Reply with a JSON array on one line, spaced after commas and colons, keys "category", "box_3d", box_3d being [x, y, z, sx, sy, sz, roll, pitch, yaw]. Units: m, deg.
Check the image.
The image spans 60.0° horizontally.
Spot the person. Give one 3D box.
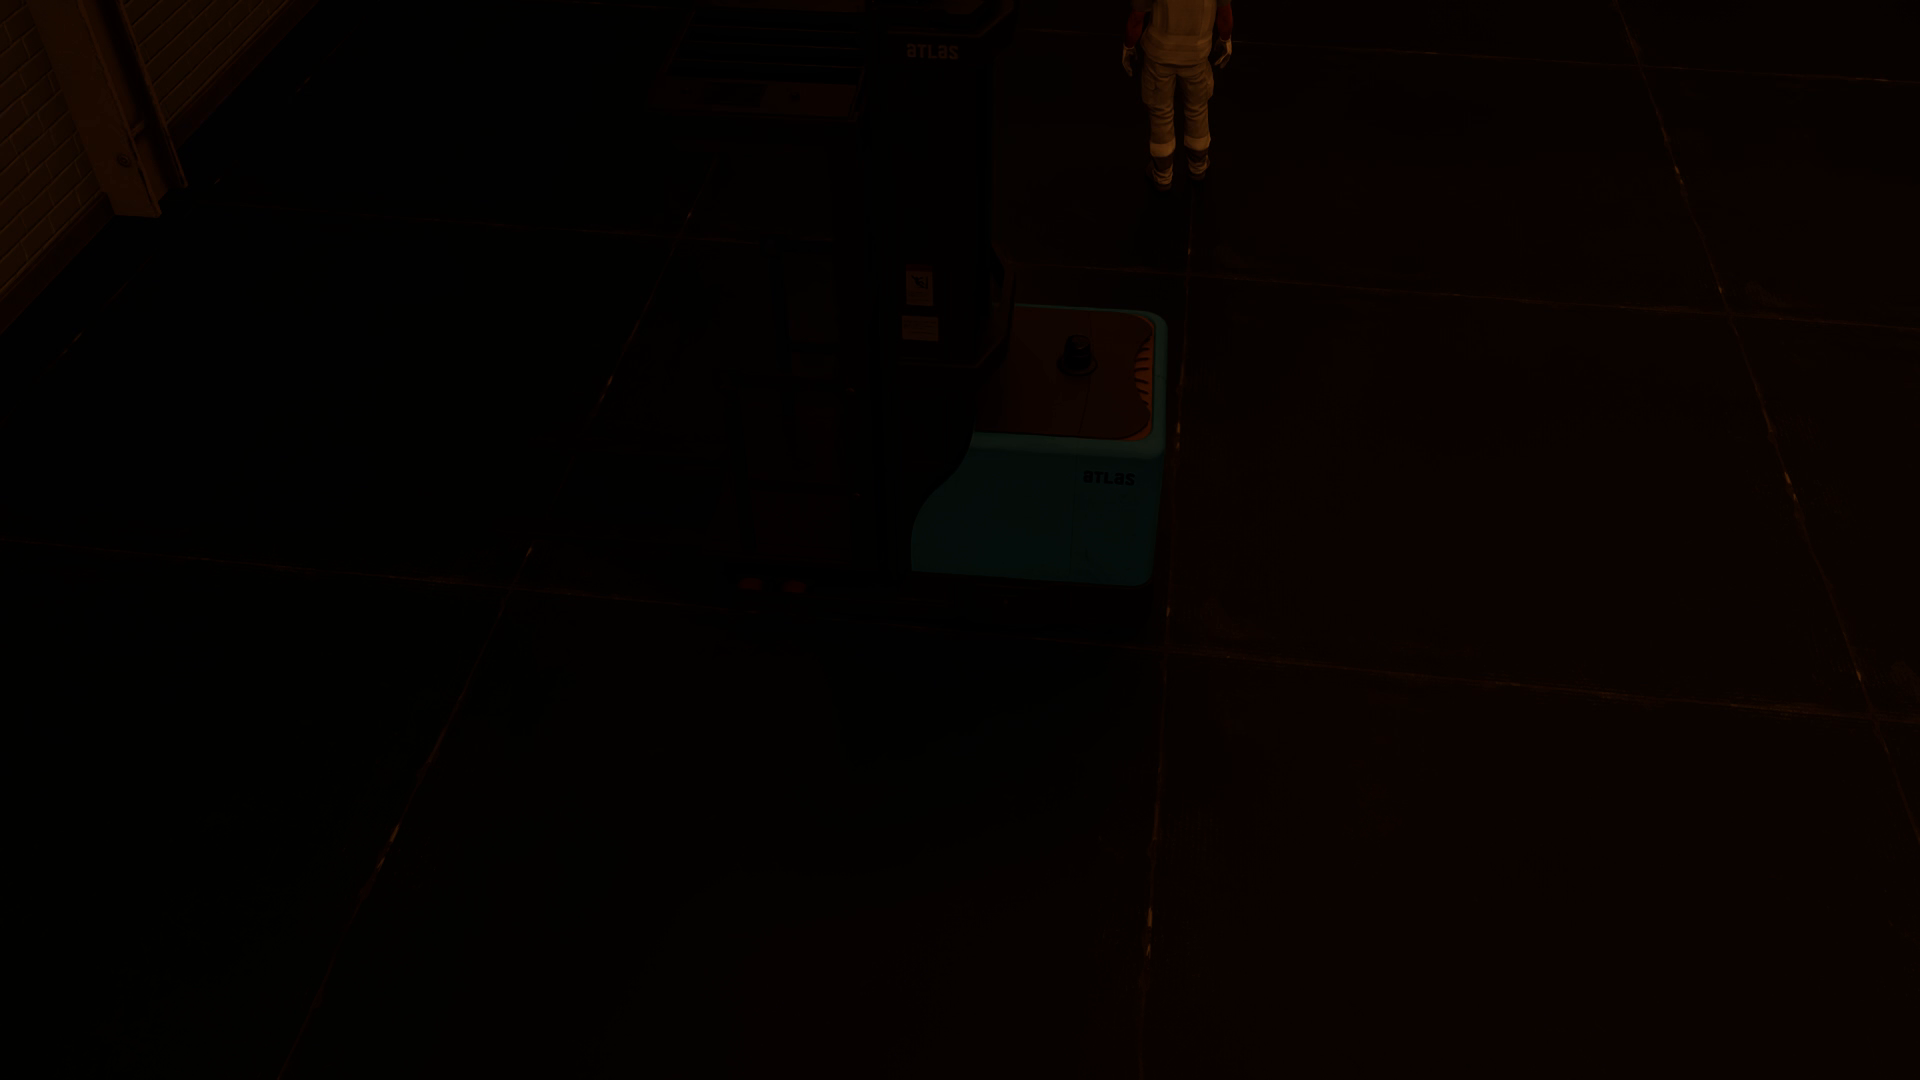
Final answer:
[{"category": "person", "box_3d": [1.261, -2.880, 9.692, 0.637, 1.787, 0.564, -1, 43, -1]}]

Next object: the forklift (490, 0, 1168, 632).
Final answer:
[{"category": "forklift", "box_3d": [-0.614, -1.088, 6.908, 3.031, 2.935, 1.130, 4, 43, 4]}]
